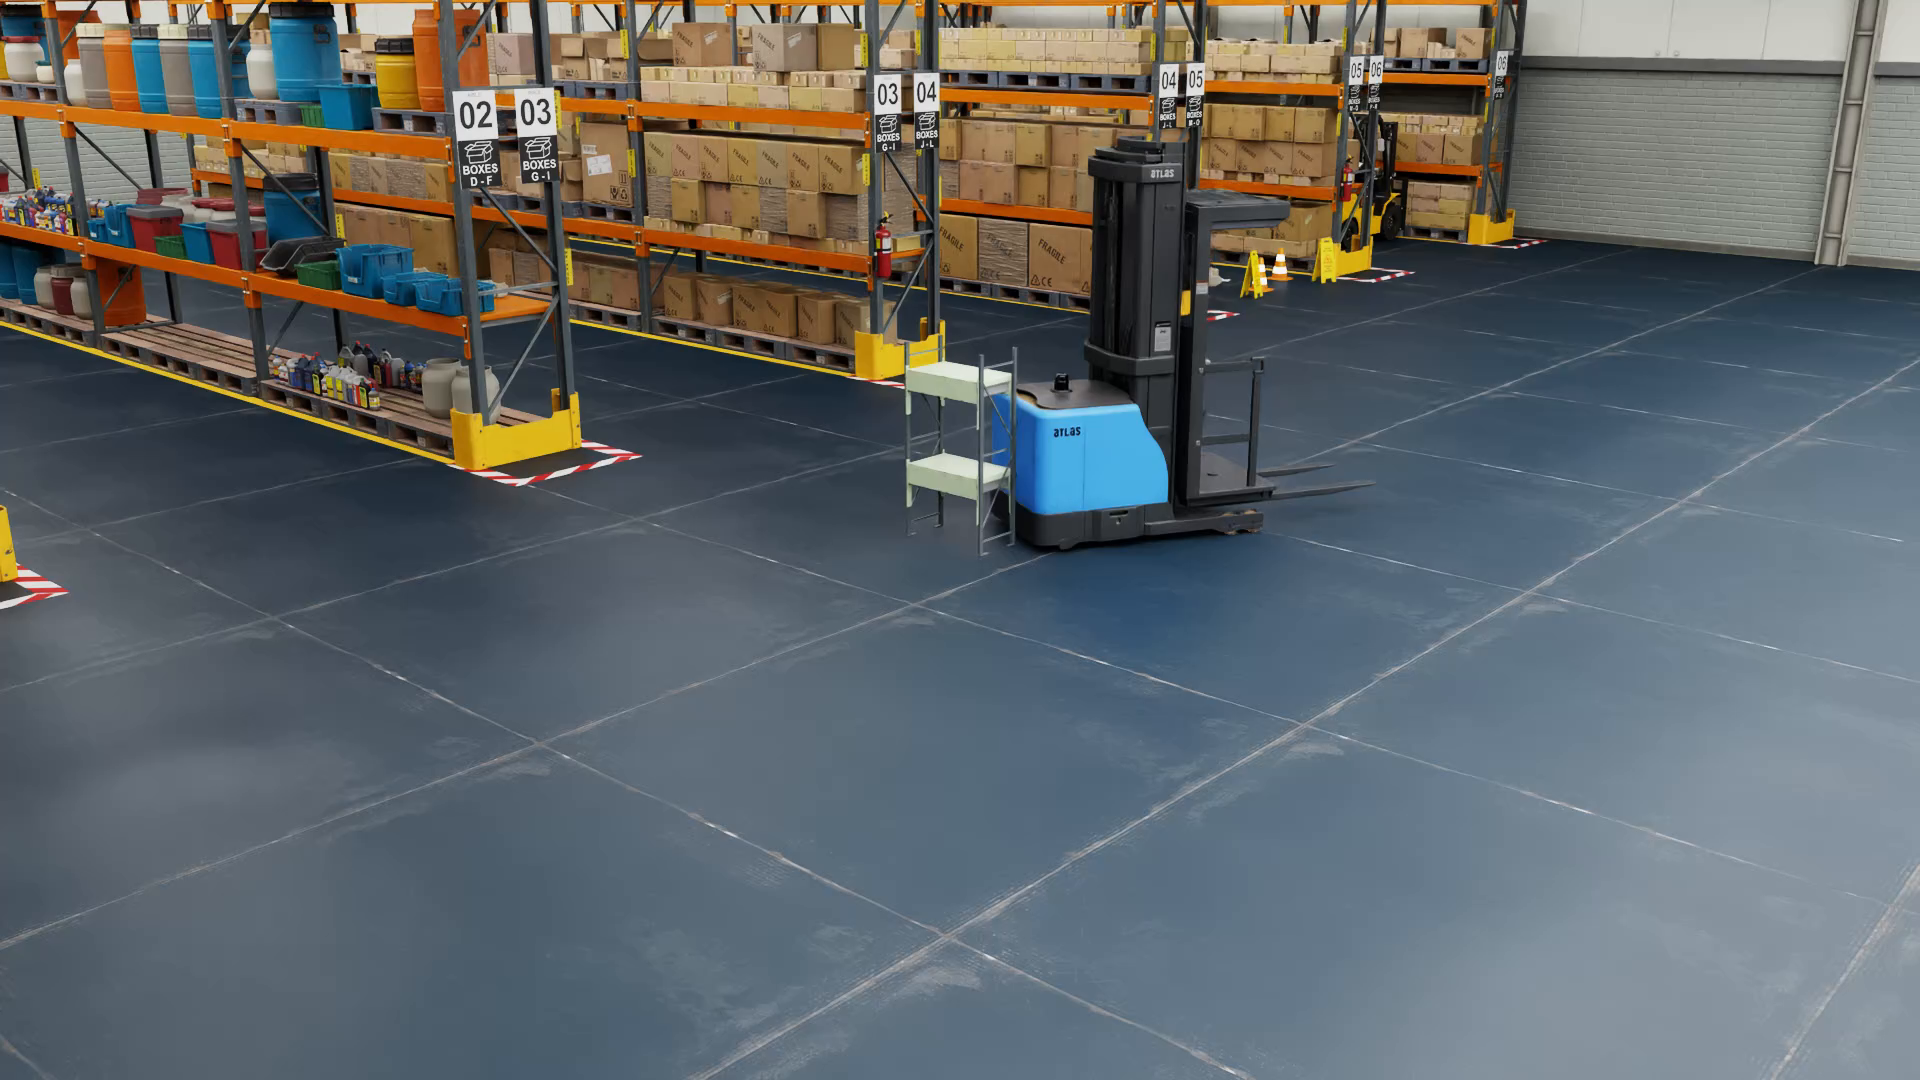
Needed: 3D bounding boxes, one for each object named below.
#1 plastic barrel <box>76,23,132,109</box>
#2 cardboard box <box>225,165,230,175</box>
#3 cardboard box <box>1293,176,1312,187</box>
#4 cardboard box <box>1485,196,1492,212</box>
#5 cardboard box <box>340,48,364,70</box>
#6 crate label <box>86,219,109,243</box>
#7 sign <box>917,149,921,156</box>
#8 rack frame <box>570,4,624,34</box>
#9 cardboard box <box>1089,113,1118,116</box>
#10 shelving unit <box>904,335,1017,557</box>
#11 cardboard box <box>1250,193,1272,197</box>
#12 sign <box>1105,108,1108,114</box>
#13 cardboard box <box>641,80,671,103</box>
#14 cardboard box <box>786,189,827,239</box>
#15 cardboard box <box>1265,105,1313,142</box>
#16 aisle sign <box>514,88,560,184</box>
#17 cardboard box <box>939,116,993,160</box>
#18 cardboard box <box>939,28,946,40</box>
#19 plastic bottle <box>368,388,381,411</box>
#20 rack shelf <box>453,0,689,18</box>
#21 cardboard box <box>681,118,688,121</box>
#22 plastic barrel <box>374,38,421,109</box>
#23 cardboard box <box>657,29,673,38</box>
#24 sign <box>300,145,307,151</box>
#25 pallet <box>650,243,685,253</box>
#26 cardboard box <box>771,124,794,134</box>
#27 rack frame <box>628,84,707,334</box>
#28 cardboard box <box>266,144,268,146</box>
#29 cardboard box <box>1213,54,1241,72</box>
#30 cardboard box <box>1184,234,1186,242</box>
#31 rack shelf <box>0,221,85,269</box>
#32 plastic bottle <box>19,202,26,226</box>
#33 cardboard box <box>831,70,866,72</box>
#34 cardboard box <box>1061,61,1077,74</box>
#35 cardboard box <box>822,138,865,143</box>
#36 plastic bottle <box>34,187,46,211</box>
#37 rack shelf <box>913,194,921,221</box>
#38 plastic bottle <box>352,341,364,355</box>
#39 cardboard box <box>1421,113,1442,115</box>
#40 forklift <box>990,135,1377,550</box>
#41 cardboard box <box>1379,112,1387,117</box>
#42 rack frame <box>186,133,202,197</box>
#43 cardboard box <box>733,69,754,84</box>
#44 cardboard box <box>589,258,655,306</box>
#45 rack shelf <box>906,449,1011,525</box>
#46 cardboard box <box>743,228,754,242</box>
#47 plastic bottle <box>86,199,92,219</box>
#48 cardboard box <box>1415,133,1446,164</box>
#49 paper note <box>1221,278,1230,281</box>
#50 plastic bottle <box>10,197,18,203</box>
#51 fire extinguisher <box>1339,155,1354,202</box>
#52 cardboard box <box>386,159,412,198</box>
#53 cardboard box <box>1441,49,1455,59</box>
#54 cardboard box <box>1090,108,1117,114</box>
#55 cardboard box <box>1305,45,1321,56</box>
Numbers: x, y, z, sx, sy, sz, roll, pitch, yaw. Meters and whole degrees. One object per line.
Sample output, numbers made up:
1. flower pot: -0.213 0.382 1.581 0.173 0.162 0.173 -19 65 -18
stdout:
1. plastic barrel: -9.403 -5.252 18.415 0.600 0.901 0.600 0 18 0
2. cardboard box: -11.753 -6.053 27.141 0.250 0.149 0.380 14 23 38
3. cardboard box: 5.291 -5.487 25.357 0.250 0.149 0.380 15 23 39
4. cardboard box: 9.054 -5.947 29.417 0.500 0.250 0.500 16 23 40
5. cardboard box: -8.816 -7.068 24.419 0.500 0.311 0.500 14 22 37
6. crate label: -9.807 -3.548 19.111 0.416 0.233 0.303 15 23 39
7. sign: -0.579 -5.606 23.535 0.005 0.325 0.100 15 23 39
8. rack frame: -6.209 -9.683 28.245 0.127 3.000 1.000 15 23 39
9. cardboard box: 2.449 -7.006 28.378 0.500 0.500 0.500 15 23 39
10. shelving unit: 0.001 -0.713 12.380 0.755 1.500 0.431 15 23 40
11. cardboard box: 4.699 -5.322 25.961 0.250 0.149 0.380 16 23 40
12. sign: 2.931 -8.674 33.200 0.005 0.325 0.100 15 23 39
13. cardboard box: -3.427 -5.325 19.721 0.500 0.250 0.500 14 22 37
14. cardboard box: -1.448 -3.691 18.627 0.500 0.500 0.875 15 23 39
15. cardboard box: 5.076 -6.377 25.435 0.500 0.500 0.700 15 23 40
16. aisle sign: -3.641 -3.482 14.328 0.004 0.787 0.394 15 23 39
17. cardboard box: 0.027 -5.721 23.648 0.550 0.550 0.875 15 23 39
18. cardboard box: -0.179 -7.005 23.004 0.250 0.149 0.380 15 23 40
19. plastic bottle: -5.554 -1.337 15.764 0.097 0.201 0.097 0 18 0
20. rack shelf: -5.089 -6.843 21.147 4.000 0.370 1.077 15 23 39
21. cardboard box: -5.426 -8.558 34.453 0.500 0.500 0.500 15 23 38
22. plastic barrel: -4.826 -4.111 14.643 0.600 0.588 0.600 0 18 0
23. cardboard box: -4.668 -8.138 26.907 0.258 0.266 0.396 15 23 39
24. sign: -9.944 -6.046 25.141 0.005 0.325 0.100 15 23 39
25. pallet: -4.709 -5.093 28.312 1.213 0.211 1.003 15 23 39
26. cardboard box: -2.509 -6.351 25.846 0.500 0.500 0.700 15 23 38
27. rack frame: -3.594 -4.115 20.620 0.127 3.000 1.000 15 23 39
28. cardboard box: -11.651 -6.456 27.751 0.500 0.250 0.500 15 23 38
29. cardboard box: 4.269 -7.401 25.771 0.500 0.250 0.500 15 23 40
30. cardboard box: 3.653 -4.963 27.141 0.500 0.250 0.500 17 24 42
31. rack shelf: -11.369 -3.856 20.993 4.000 0.370 1.077 15 23 39
32. plastic bottle: -11.552 -4.020 20.513 0.133 0.283 0.061 15 23 39
33. cardboard box: -1.211 -5.135 18.465 0.250 0.149 0.380 16 24 41
34. cardboard box: 1.531 -6.166 21.679 0.250 0.149 0.380 15 23 38
35. cardboard box: -1.202 -4.252 18.741 0.500 0.500 0.500 15 23 39
36. plastic bottle: -11.917 -4.397 21.589 0.185 0.351 0.144 15 23 39
37. rack shelf: -1.722 -5.276 25.466 4.000 0.370 1.077 15 23 39
38. plastic bottle: -6.208 -1.878 17.221 0.185 0.351 0.144 14 23 38
39. cardboard box: 8.390 -7.503 29.564 0.250 0.149 0.380 16 24 41
40. forklift: 1.808 -1.579 12.741 3.031 2.935 1.130 -6 19 -19
41. cardboard box: 7.532 -7.562 29.750 0.250 0.149 0.380 15 23 39
42. rack frame: -12.569 -6.525 28.212 0.127 3.000 1.000 15 23 39
43. cardboard box: -2.339 -5.231 18.766 0.250 0.149 0.380 16 23 41
44. cardboard box: -4.383 -3.362 21.650 0.500 0.500 0.700 15 23 39
45. rack shelf: 0.001 -0.403 12.478 0.720 0.370 0.431 15 23 40
46. cardboard box: -2.284 -3.546 19.242 0.250 0.149 0.380 15 23 39
47. plastic bottle: -11.019 -4.177 21.020 0.135 0.276 0.152 15 23 39
48. cardboard box: 8.344 -6.871 29.139 0.500 0.500 0.500 16 24 41
49. paper note: 3.948 -3.878 24.782 0.142 0.019 0.148 7 19 21
50. plastic bottle: -11.978 -4.211 21.127 0.135 0.276 0.152 15 23 39
51. fire extinguisher: 5.756 -5.390 24.765 0.183 0.674 0.296 15 23 39
52. cardboard box: -7.878 -5.214 23.917 0.500 0.500 0.500 14 22 38
53. cardboard box: 8.447 -8.333 28.508 0.250 0.149 0.380 14 22 38
54. cardboard box: 3.003 -8.671 34.115 0.500 0.500 0.500 16 24 42
55. cardboard box: 5.360 -7.306 24.811 0.250 0.149 0.380 16 23 40
